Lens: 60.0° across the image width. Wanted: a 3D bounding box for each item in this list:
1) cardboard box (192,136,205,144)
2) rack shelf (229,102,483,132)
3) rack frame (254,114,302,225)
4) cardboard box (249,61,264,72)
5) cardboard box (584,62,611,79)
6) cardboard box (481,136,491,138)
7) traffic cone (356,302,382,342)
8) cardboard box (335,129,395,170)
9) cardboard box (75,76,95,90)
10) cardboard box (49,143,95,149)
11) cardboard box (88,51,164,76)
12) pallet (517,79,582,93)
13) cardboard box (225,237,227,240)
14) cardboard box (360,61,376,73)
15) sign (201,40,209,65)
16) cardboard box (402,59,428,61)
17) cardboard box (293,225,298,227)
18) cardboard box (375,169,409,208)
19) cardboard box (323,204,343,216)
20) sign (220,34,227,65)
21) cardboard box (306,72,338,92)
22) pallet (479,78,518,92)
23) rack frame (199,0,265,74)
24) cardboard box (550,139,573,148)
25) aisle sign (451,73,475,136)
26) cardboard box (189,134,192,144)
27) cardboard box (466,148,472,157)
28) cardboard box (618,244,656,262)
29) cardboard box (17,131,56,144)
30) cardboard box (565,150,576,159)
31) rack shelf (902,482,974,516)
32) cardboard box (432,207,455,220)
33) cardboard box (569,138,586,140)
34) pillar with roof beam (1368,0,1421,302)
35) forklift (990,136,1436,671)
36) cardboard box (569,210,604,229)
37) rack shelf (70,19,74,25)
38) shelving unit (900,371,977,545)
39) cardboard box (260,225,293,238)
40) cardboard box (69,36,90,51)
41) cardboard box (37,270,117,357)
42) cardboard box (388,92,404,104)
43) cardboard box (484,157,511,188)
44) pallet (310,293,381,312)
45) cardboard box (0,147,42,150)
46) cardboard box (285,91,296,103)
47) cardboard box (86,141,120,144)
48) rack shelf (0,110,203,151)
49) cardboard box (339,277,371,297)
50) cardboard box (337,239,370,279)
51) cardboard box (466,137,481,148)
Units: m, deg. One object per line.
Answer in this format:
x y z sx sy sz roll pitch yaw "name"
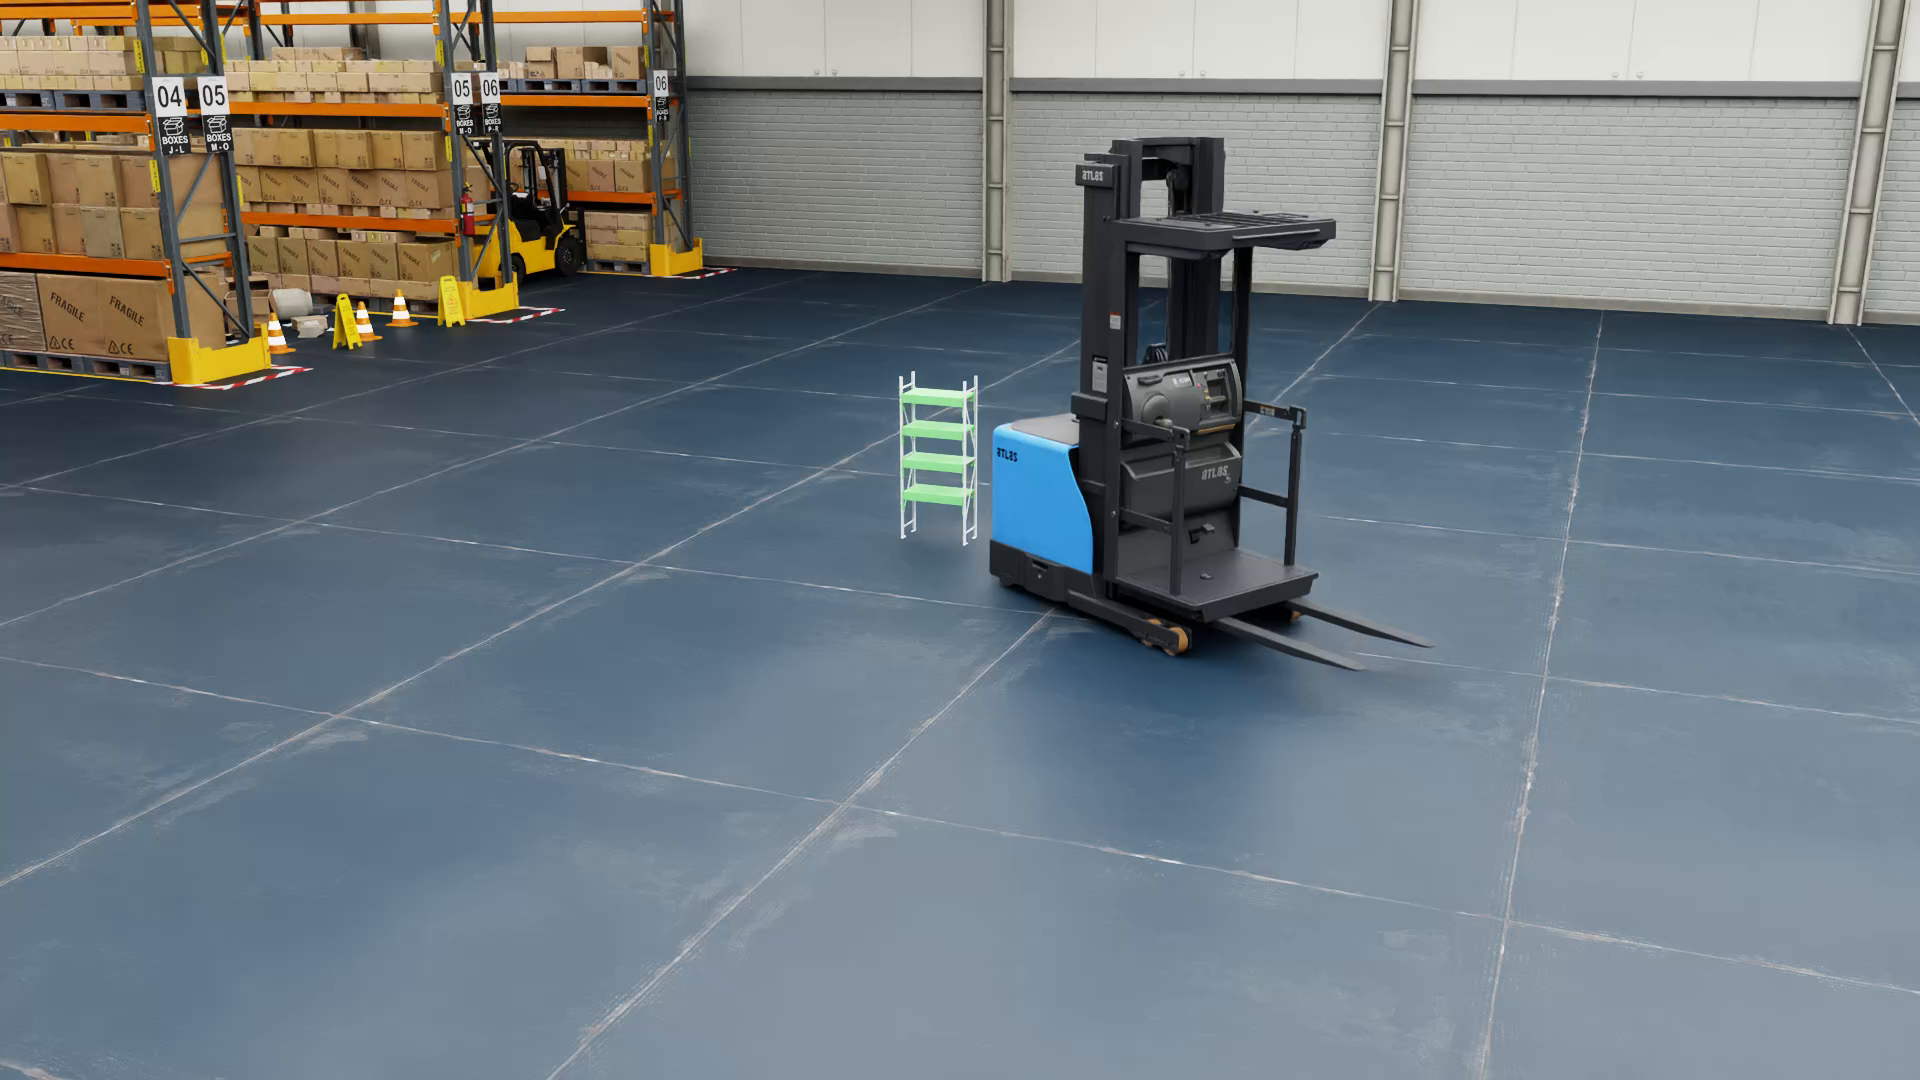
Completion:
-13.707 -7.051 30.143 0.637 0.503 0.797 6 17 19 "cardboard box"
-8.357 -5.874 22.938 4.000 0.370 1.077 6 17 21 "rack shelf"
-12.121 -6.681 29.806 0.127 3.000 1.000 6 17 21 "rack frame"
-9.550 -6.521 22.897 0.250 0.149 0.380 6 17 19 "cardboard box"
-5.797 -7.520 26.625 0.258 0.266 0.396 6 17 21 "cardboard box"
-7.992 -6.820 28.408 0.250 0.149 0.380 6 17 21 "cardboard box"
-7.461 -2.743 20.793 0.334 0.463 0.336 6 17 21 "traffic cone"
-8.032 -5.321 22.614 0.500 0.500 0.700 6 17 20 "cardboard box"
-9.126 -4.848 17.632 0.250 0.149 0.380 7 17 21 "cardboard box"
-13.118 -5.628 24.714 0.500 0.500 0.500 7 18 23 "cardboard box"
-8.777 -5.019 17.505 0.500 0.250 0.500 7 17 21 "cardboard box"
-6.466 -7.464 27.282 1.213 0.211 1.003 6 17 21 "pallet"
-13.055 -5.723 30.239 0.500 0.500 0.500 6 17 20 "cardboard box"
-7.832 -6.359 22.339 0.250 0.149 0.380 6 17 21 "cardboard box"
-10.418 -6.717 22.918 0.005 0.325 0.100 6 17 21 "sign"
-9.163 -7.930 27.956 0.500 0.311 0.500 6 17 19 "cardboard box"
-11.546 -5.675 29.846 0.625 0.625 0.875 7 18 22 "cardboard box"
-7.567 -4.802 22.622 0.500 0.500 0.500 6 17 21 "cardboard box"
-8.611 -4.596 23.075 0.250 0.149 0.380 6 17 20 "cardboard box"
-8.010 -5.322 18.036 0.005 0.325 0.100 6 17 21 "sign"
-8.494 -6.223 22.585 0.500 0.250 0.500 6 17 21 "cardboard box"
-7.597 -7.589 27.713 1.213 0.211 1.003 6 17 21 "pallet"
-10.218 -7.865 23.124 0.127 3.000 1.000 6 17 21 "rack frame"
-6.518 -6.502 27.314 0.250 0.149 0.380 7 17 21 "cardboard box"
-6.545 -5.742 21.908 0.004 0.787 0.394 6 17 21 "aisle sign"
-11.574 -5.912 24.529 0.250 0.149 0.380 7 18 24 "cardboard box"
-8.200 -6.530 27.945 0.250 0.149 0.380 6 17 20 "cardboard box"
-5.232 -4.710 27.195 0.500 0.250 0.500 6 17 21 "cardboard box"
-14.308 -6.035 25.609 0.500 0.500 0.500 6 17 19 "cardboard box"
-6.307 -6.310 27.185 0.250 0.149 0.380 6 17 21 "cardboard box"
-0.154 -0.301 12.149 0.480 0.148 0.258 6 17 21 "rack shelf"
-6.923 -4.437 22.527 0.250 0.149 0.380 7 18 22 "cardboard box"
-6.341 -6.620 27.721 0.250 0.149 0.380 6 17 21 "cardboard box"
4.588 -6.704 19.127 0.400 9.000 9.100 6 17 21 "pillar with roof beam"
1.494 -0.882 9.954 1.130 2.935 3.031 -12 20 -36 "forklift"
-6.172 -5.290 27.400 0.500 0.250 0.500 7 17 21 "cardboard box"
-17.702 -9.829 31.185 4.000 0.370 1.077 6 17 21 "rack shelf"
-0.154 -0.593 12.065 0.503 1.200 0.258 6 17 21 "shelving unit"
-9.674 -4.378 23.544 0.250 0.149 0.380 7 17 21 "cardboard box"
-9.127 -5.232 17.522 0.250 0.149 0.380 7 17 22 "cardboard box"
-9.693 -2.604 18.819 0.875 0.875 0.875 6 17 20 "cardboard box"
-7.409 -5.911 22.226 0.250 0.149 0.380 7 18 22 "cardboard box"
-7.592 -6.158 27.824 0.500 0.500 0.500 7 17 22 "cardboard box"
-8.441 -3.461 23.716 1.213 0.211 1.003 6 17 21 "pallet"
-11.055 -4.208 19.081 0.550 0.550 0.875 6 17 21 "cardboard box"
-9.061 -6.104 22.890 0.250 0.149 0.380 6 17 19 "cardboard box"
-12.929 -5.761 25.172 0.500 0.500 0.500 6 17 20 "cardboard box"
-10.079 -4.580 18.480 4.000 0.370 1.077 6 17 21 "rack shelf"
-8.315 -3.576 23.290 0.500 0.250 0.500 6 17 19 "cardboard box"
-8.291 -3.936 23.186 0.500 0.500 0.500 6 17 19 "cardboard box"
-8.212 -6.664 27.873 0.250 0.149 0.380 7 17 22 "cardboard box"
